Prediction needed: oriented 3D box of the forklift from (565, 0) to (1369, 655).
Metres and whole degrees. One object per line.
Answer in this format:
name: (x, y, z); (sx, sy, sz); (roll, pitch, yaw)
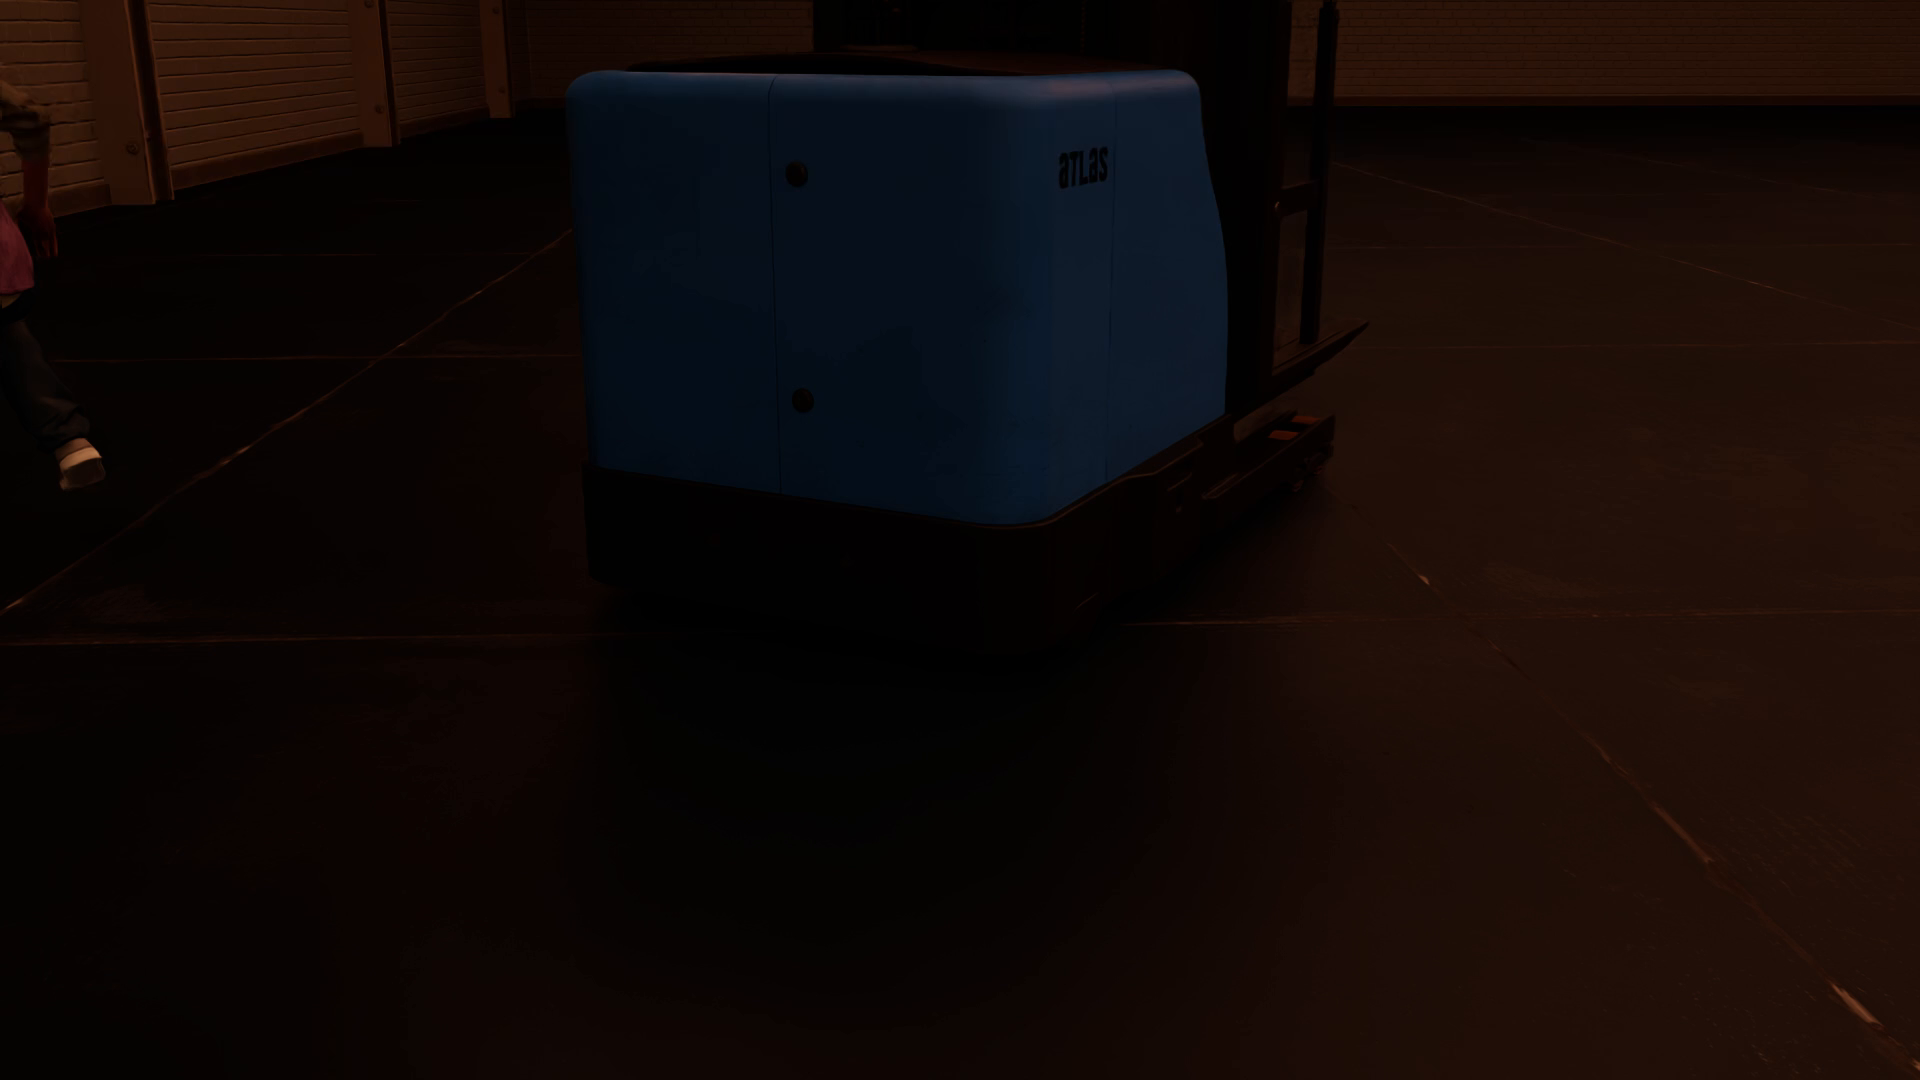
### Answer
forklift: (0.362, -1.577, 4.062); (1.130, 2.935, 3.031); (9, 19, 26)

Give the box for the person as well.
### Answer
person: (-2.306, -0.588, 3.604); (0.722, 1.384, 0.603); (-13, 21, -36)
